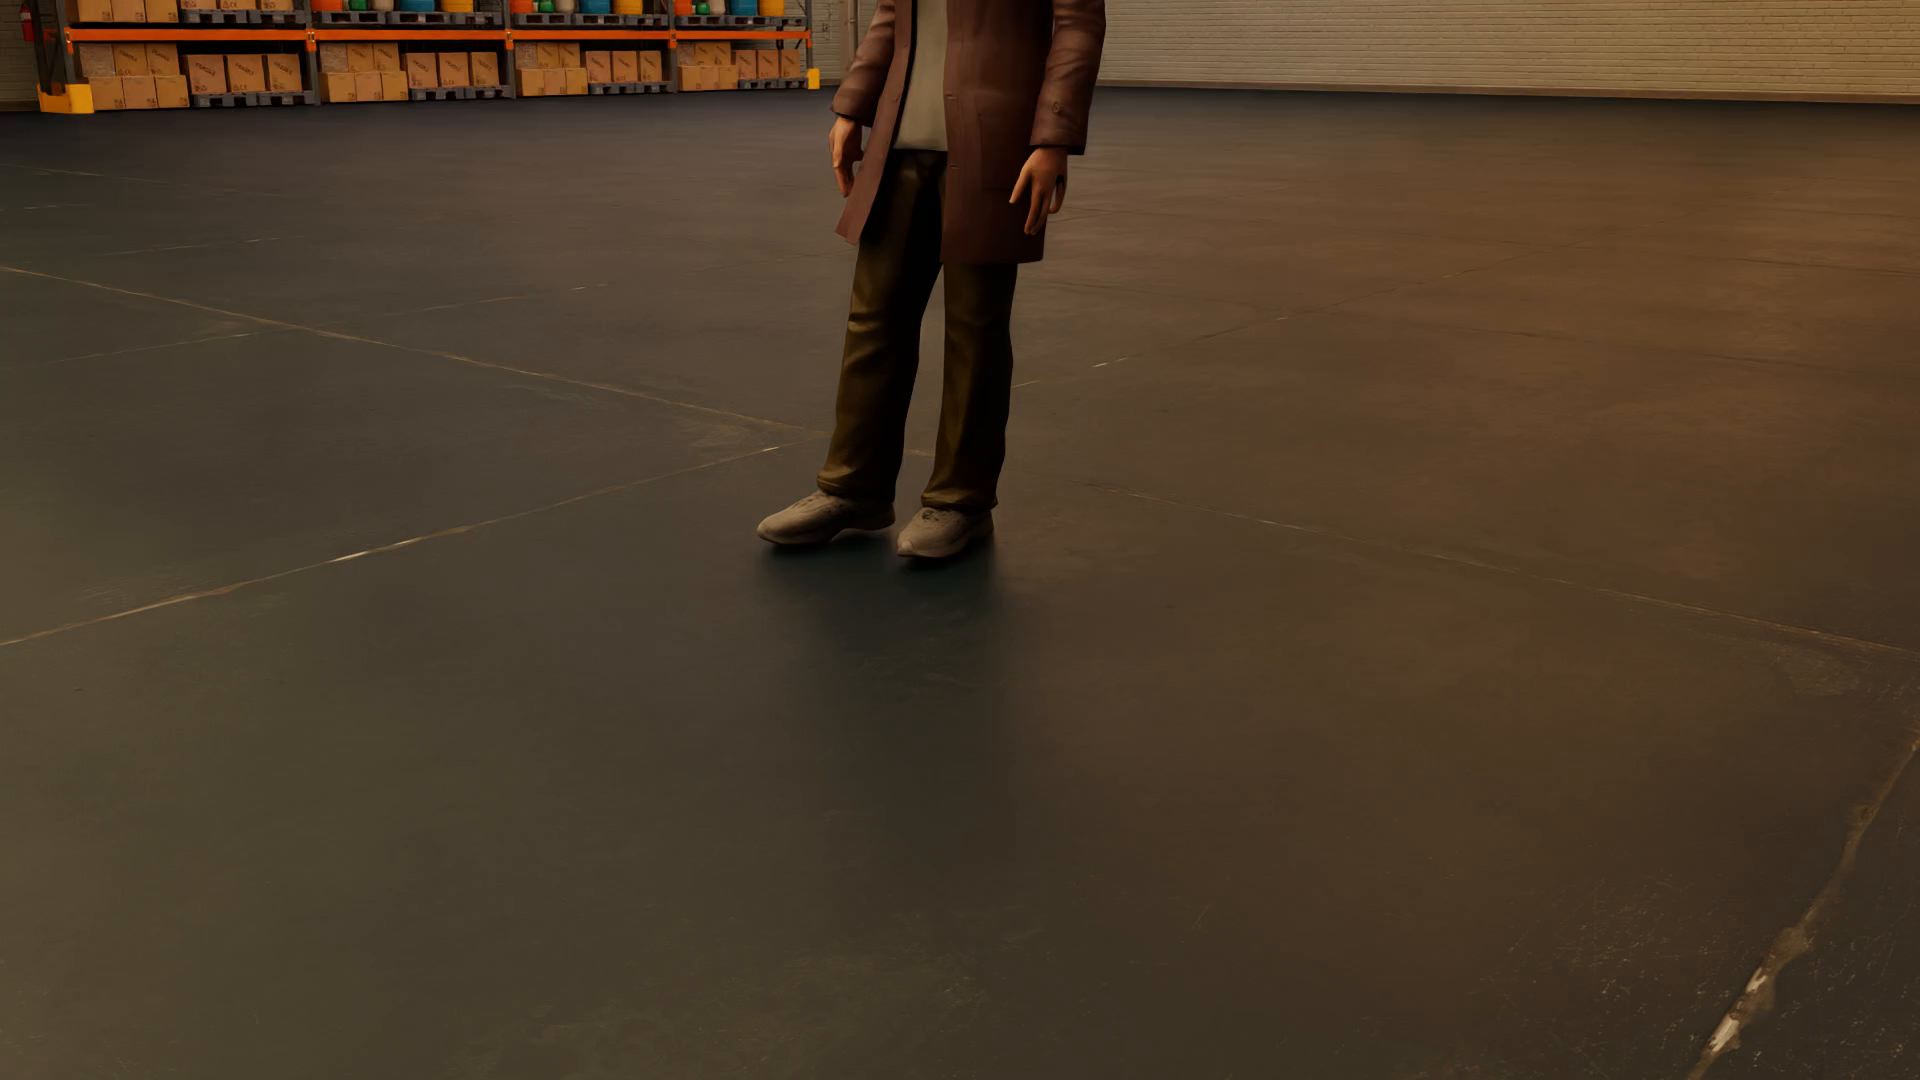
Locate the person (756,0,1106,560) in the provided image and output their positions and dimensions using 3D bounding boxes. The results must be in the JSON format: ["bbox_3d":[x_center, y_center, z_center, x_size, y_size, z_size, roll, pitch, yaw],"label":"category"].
[{"bbox_3d":[-0.061,-0.838,3.616,0.698,1.777,0.579,13,21,37],"label":"person"}]
